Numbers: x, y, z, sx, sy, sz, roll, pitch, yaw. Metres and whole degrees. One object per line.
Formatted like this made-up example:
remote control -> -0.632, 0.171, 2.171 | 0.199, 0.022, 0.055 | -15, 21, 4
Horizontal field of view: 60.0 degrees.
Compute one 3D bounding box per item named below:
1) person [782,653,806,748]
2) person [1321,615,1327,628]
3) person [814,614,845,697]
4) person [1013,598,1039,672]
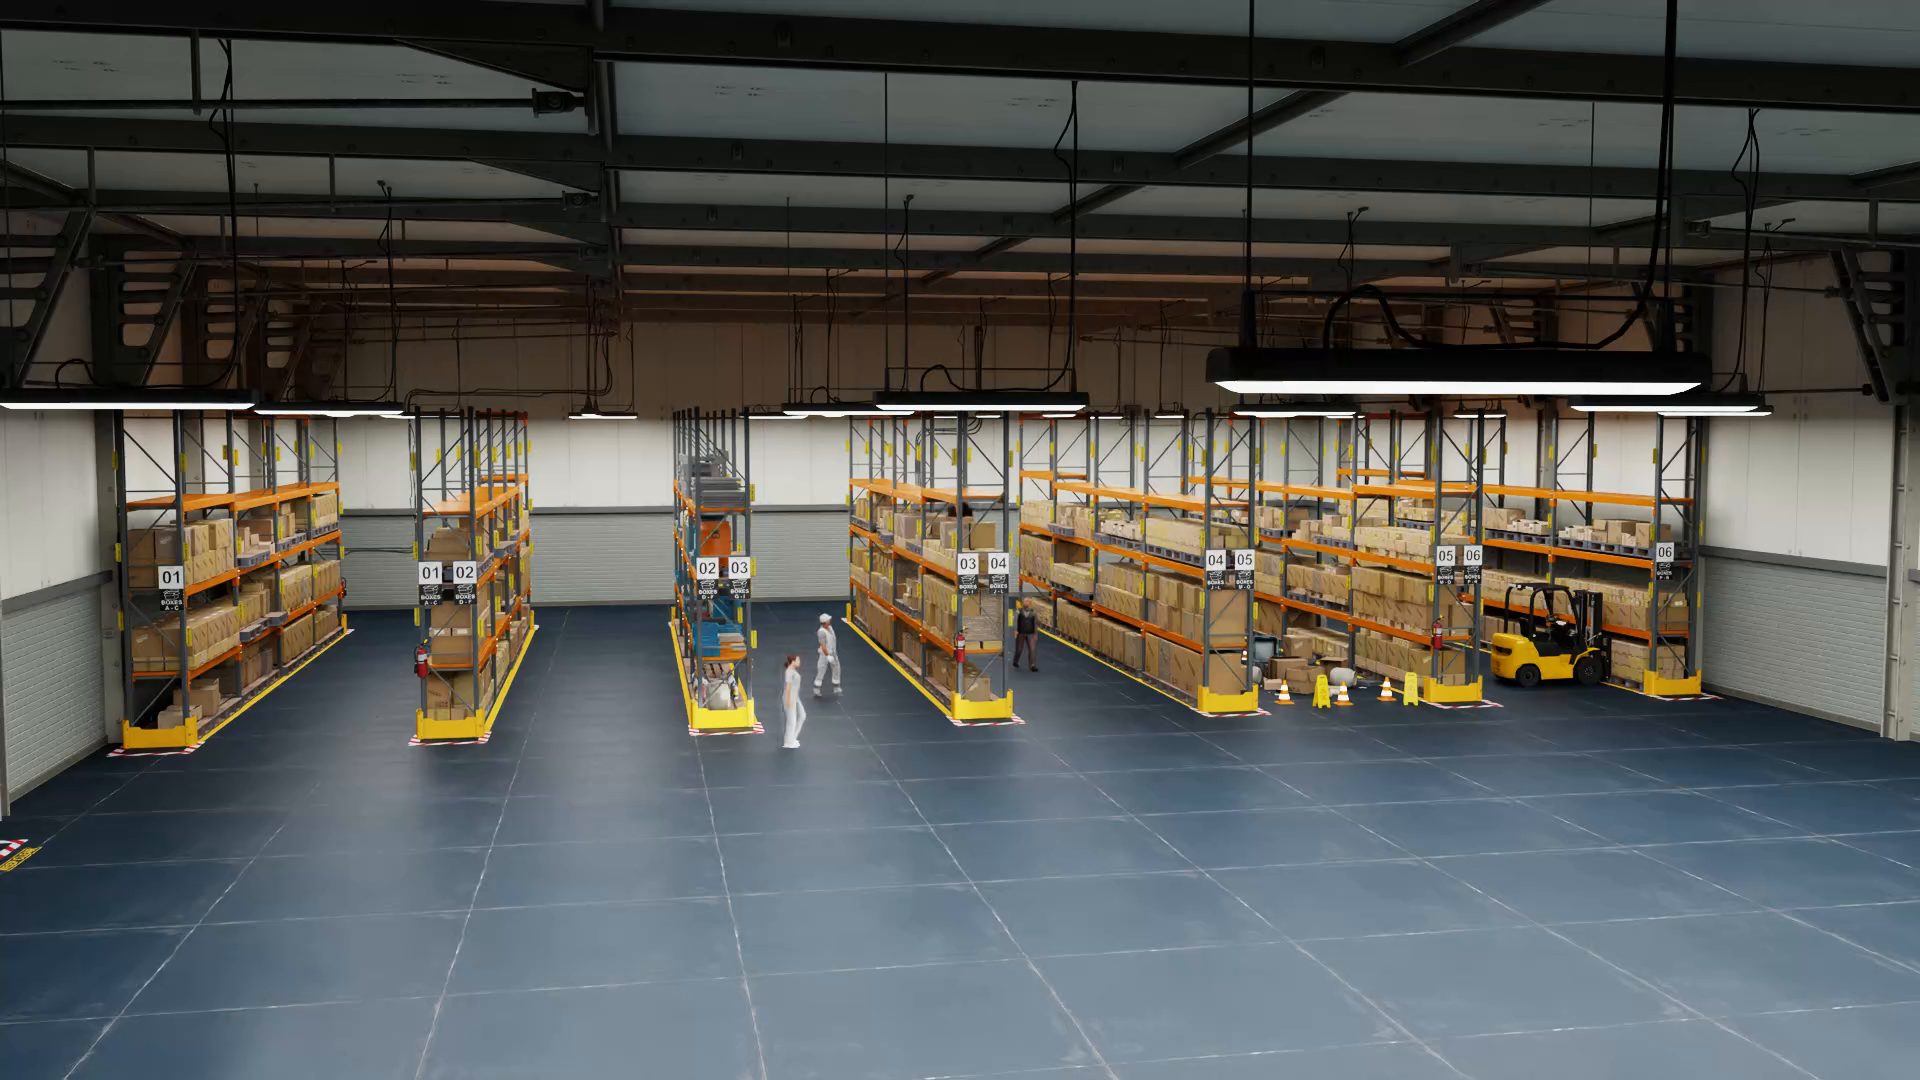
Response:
person -> -2.950, 2.819, 29.258 | 0.383, 1.670, 0.580 | 1, 4, 8
person -> 9.818, 1.616, 45.368 | 0.405, 1.769, 0.593 | 0, 4, -2
person -> -2.703, 2.429, 34.558 | 0.624, 1.840, 0.692 | 3, 5, 34
person -> 1.509, 2.177, 38.209 | 0.637, 1.669, 1.006 | -1, 4, -18
